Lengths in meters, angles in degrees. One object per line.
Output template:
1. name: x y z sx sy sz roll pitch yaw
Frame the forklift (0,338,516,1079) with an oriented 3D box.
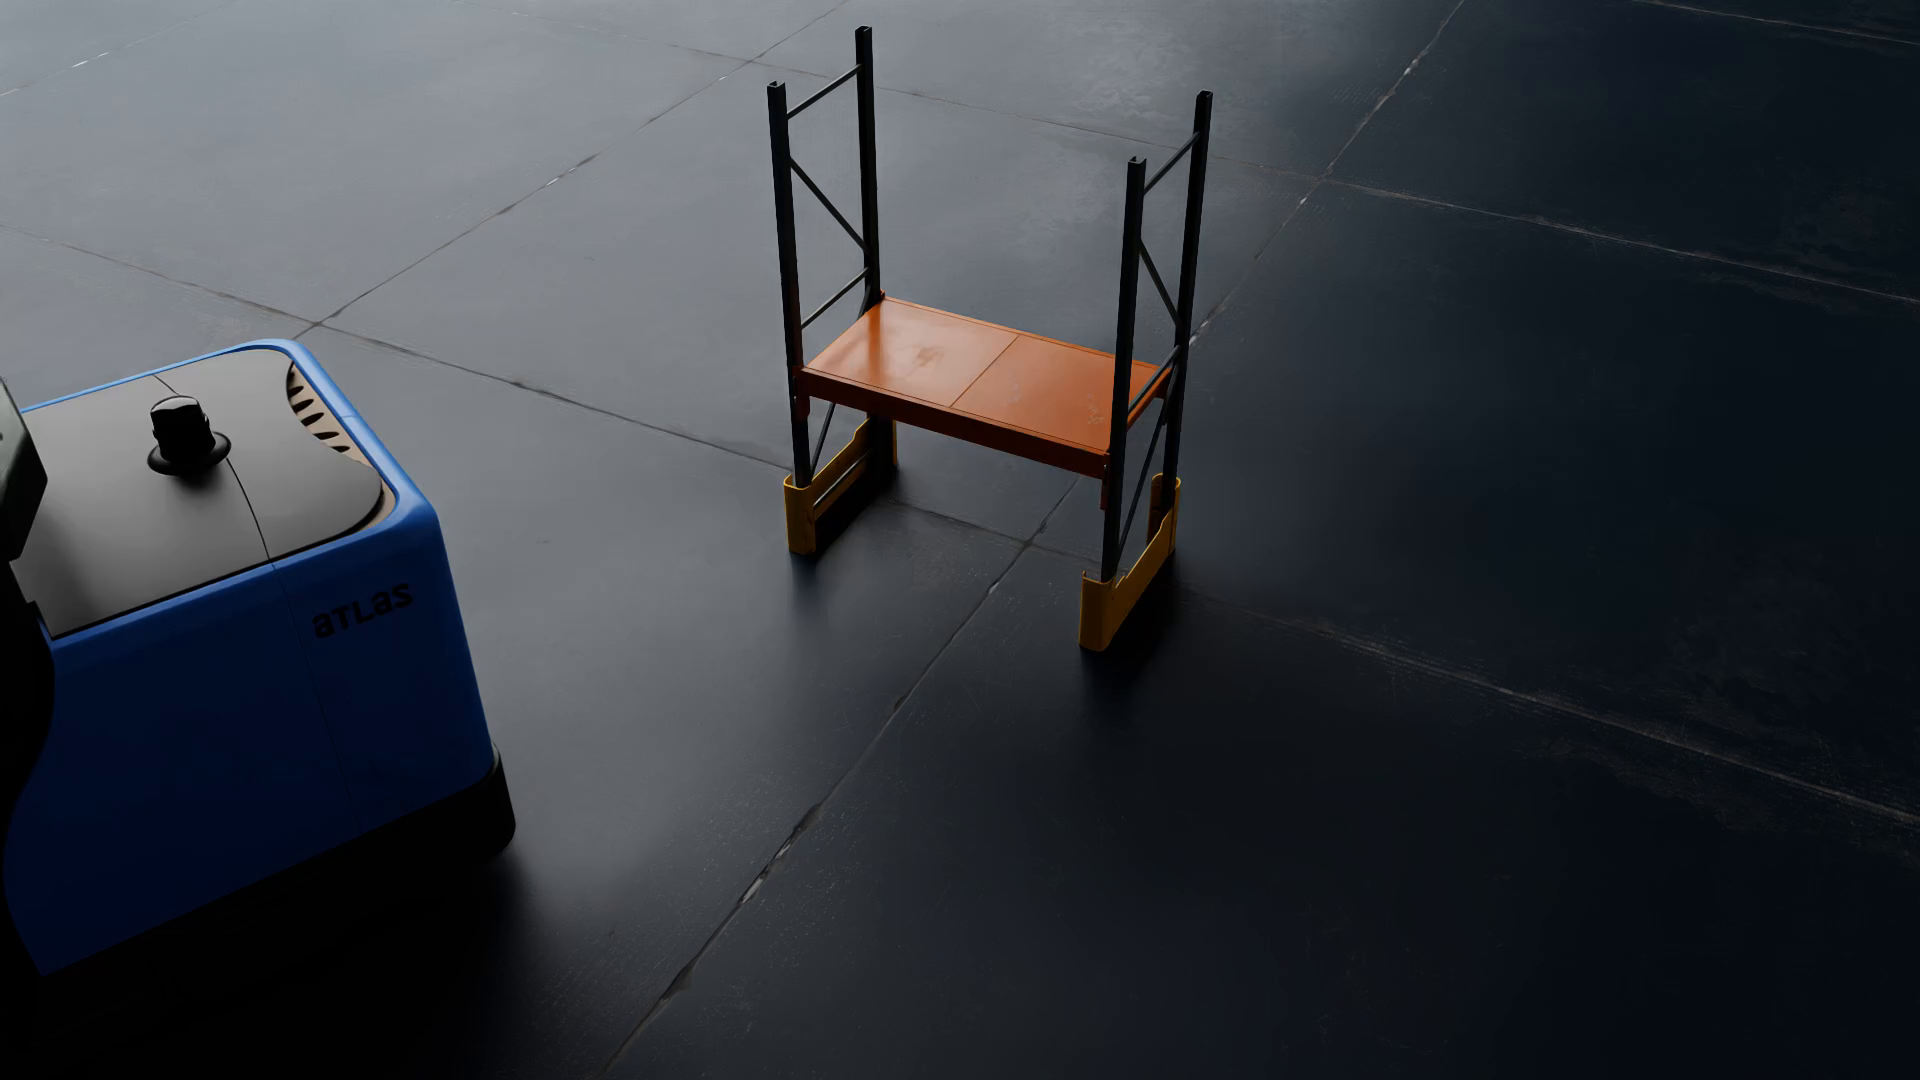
1. forklift: -2.608 -0.085 2.938 3.031 2.935 1.130 -23 43 -28

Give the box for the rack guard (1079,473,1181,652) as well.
1. rack guard: 0.510 0.060 4.964 0.087 0.250 0.587 17 41 21

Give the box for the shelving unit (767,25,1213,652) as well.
1. shelving unit: 0.068 -0.576 4.769 1.083 1.500 0.587 17 41 21

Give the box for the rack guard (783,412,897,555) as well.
1. rack guard: -0.375 -0.217 5.329 0.087 0.250 0.587 17 41 21

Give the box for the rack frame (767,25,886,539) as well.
1. rack frame: -0.376 -0.715 4.951 0.032 1.500 0.500 17 41 21

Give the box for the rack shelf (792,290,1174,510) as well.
1. rack shelf: 0.076 -0.430 4.874 1.000 0.185 0.538 17 41 21

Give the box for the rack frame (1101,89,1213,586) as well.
1. rack frame: 0.527 -0.432 4.579 0.032 1.500 0.500 17 41 21
